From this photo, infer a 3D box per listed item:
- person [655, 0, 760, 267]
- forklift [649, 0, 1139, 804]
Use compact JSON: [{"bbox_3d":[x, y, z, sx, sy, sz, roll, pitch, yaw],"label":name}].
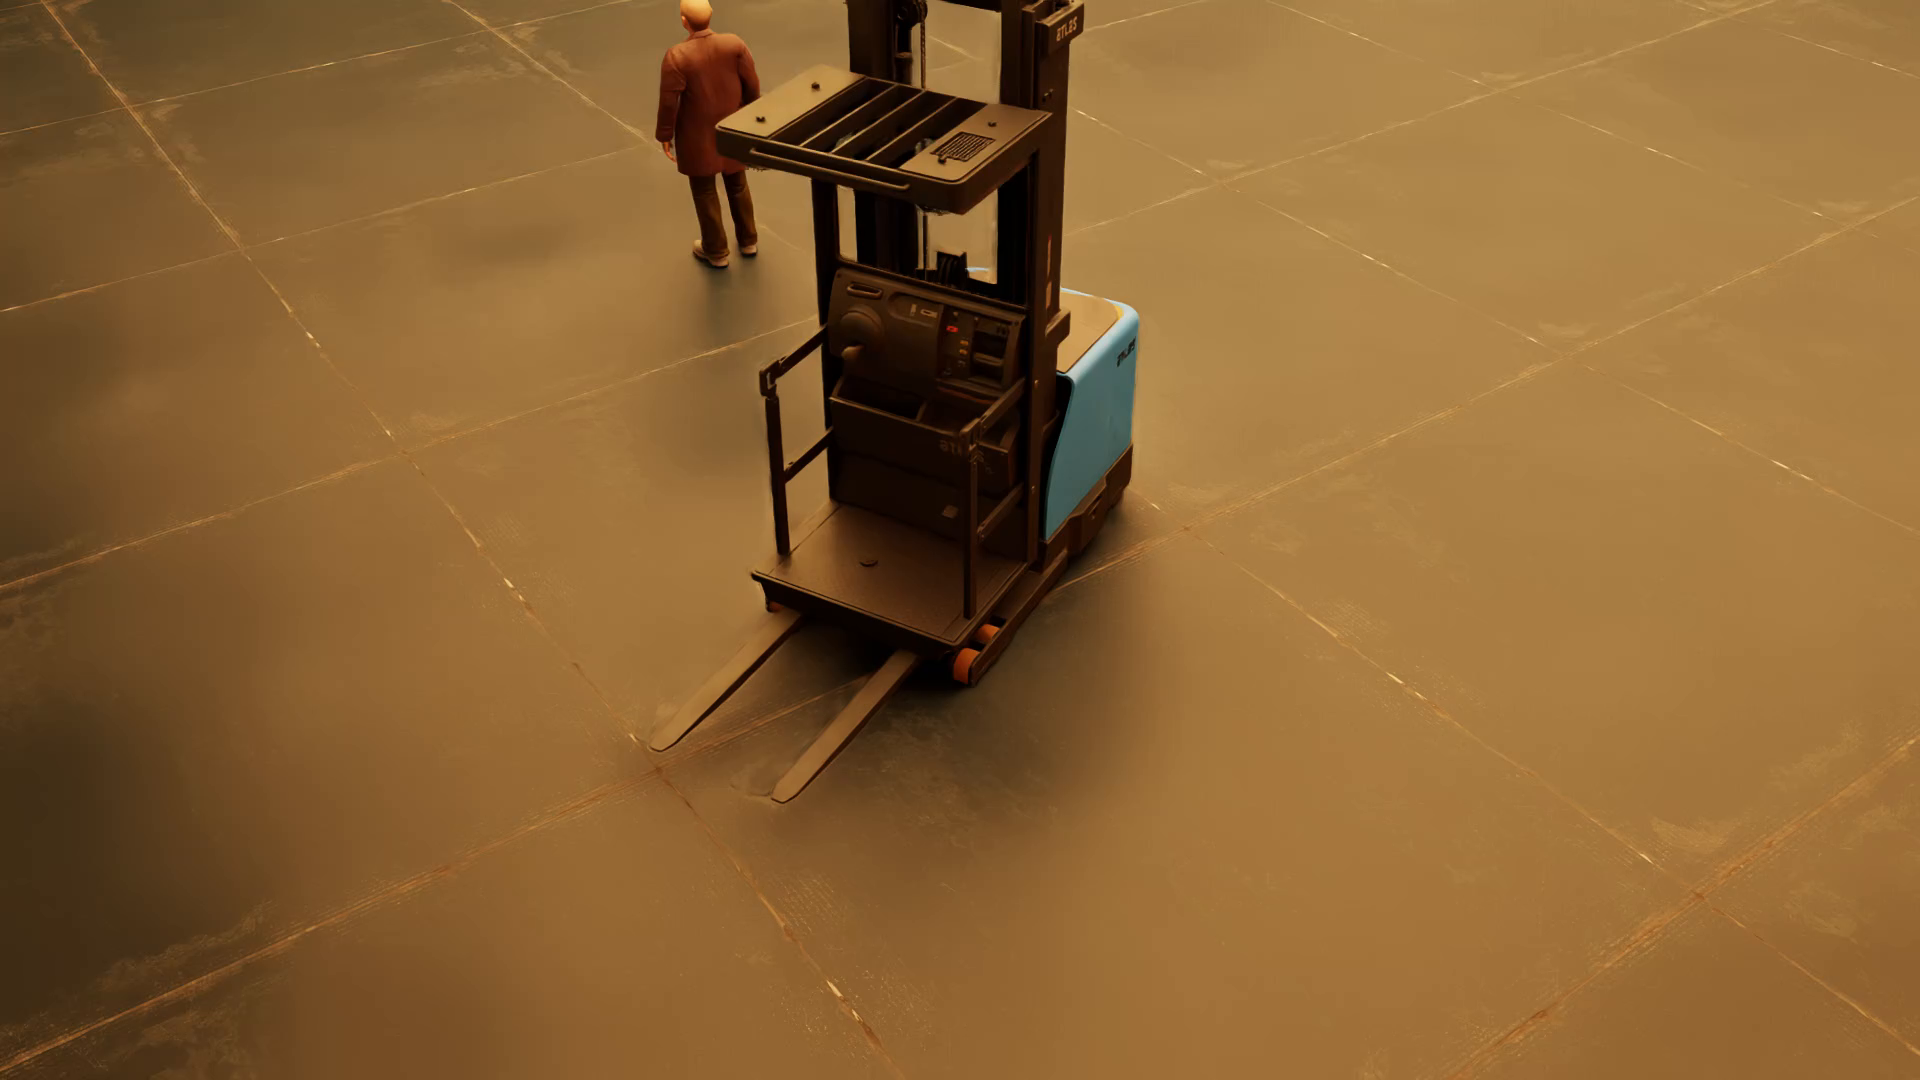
[{"bbox_3d":[-1.588,-2.575,10.393,0.691,1.782,0.563,-16,39,-20],"label":"person"},{"bbox_3d":[-0.261,-0.834,7.072,1.130,2.935,3.031,18,40,23],"label":"forklift"}]
